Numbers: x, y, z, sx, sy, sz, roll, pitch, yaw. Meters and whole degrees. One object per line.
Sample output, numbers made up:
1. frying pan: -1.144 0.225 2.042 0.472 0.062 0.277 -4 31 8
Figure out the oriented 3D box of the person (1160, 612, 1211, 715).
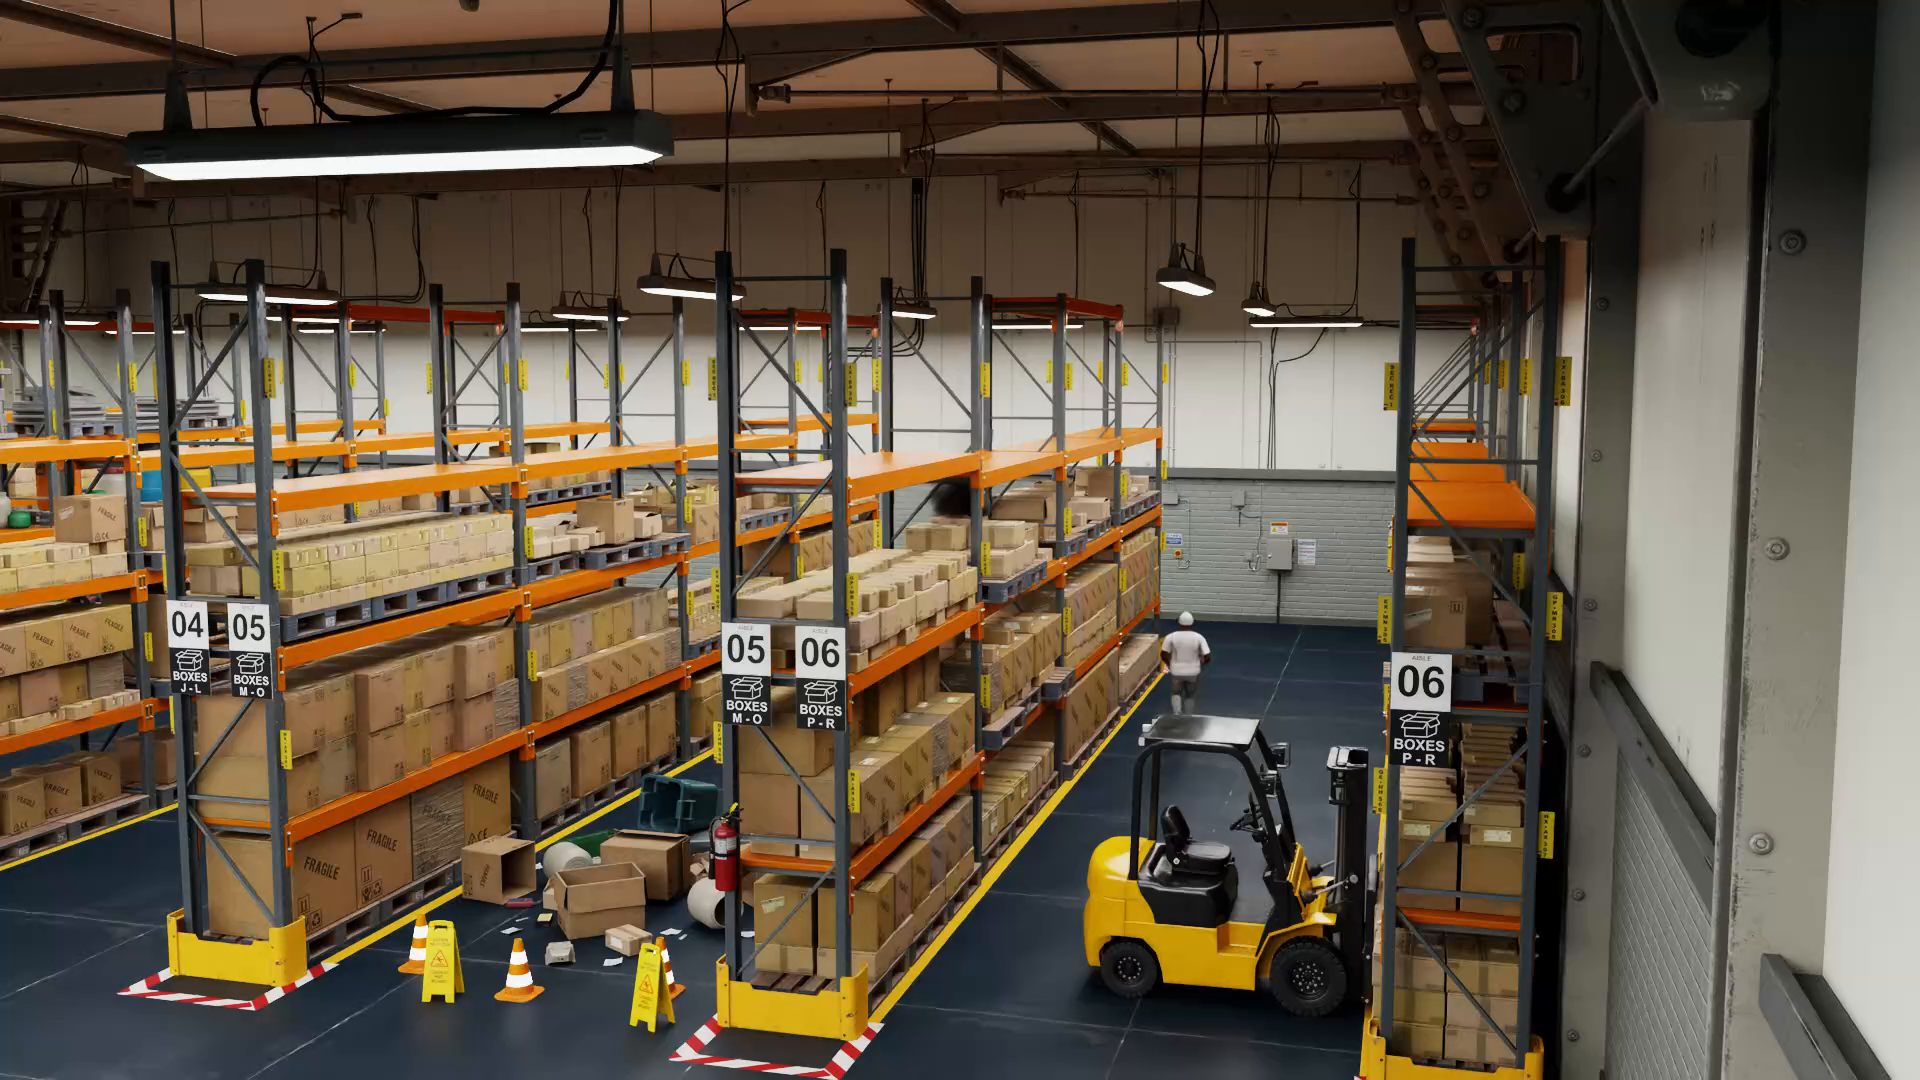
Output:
1. person: 3.148 1.853 23.254 0.696 1.718 0.605 1 6 9
